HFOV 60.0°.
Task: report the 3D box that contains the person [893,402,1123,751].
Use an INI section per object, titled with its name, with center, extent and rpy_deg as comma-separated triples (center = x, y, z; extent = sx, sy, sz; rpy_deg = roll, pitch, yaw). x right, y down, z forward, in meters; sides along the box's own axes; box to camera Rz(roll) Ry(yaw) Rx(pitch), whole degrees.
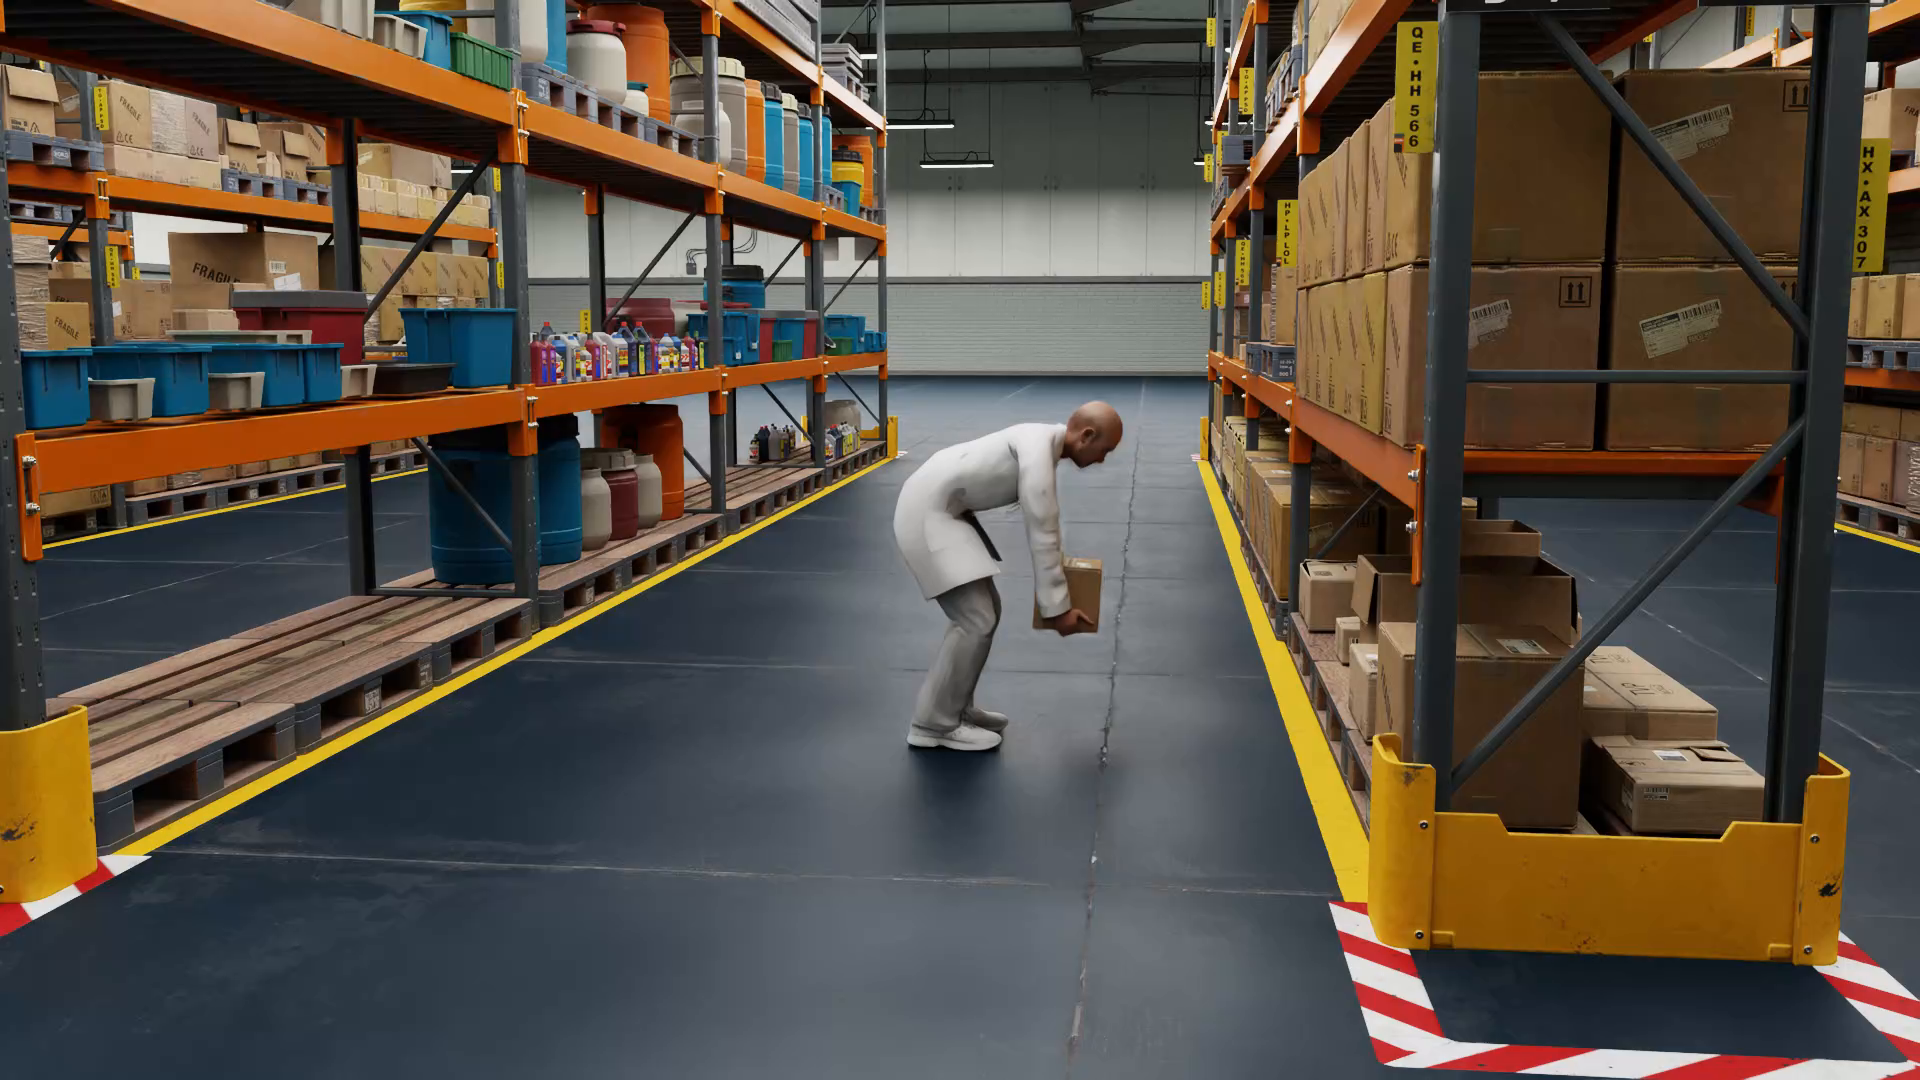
[person]
center = 0.185, 0.131, 6.520
extent = 0.890, 1.346, 0.566
rpy_deg = 1, 7, 4
